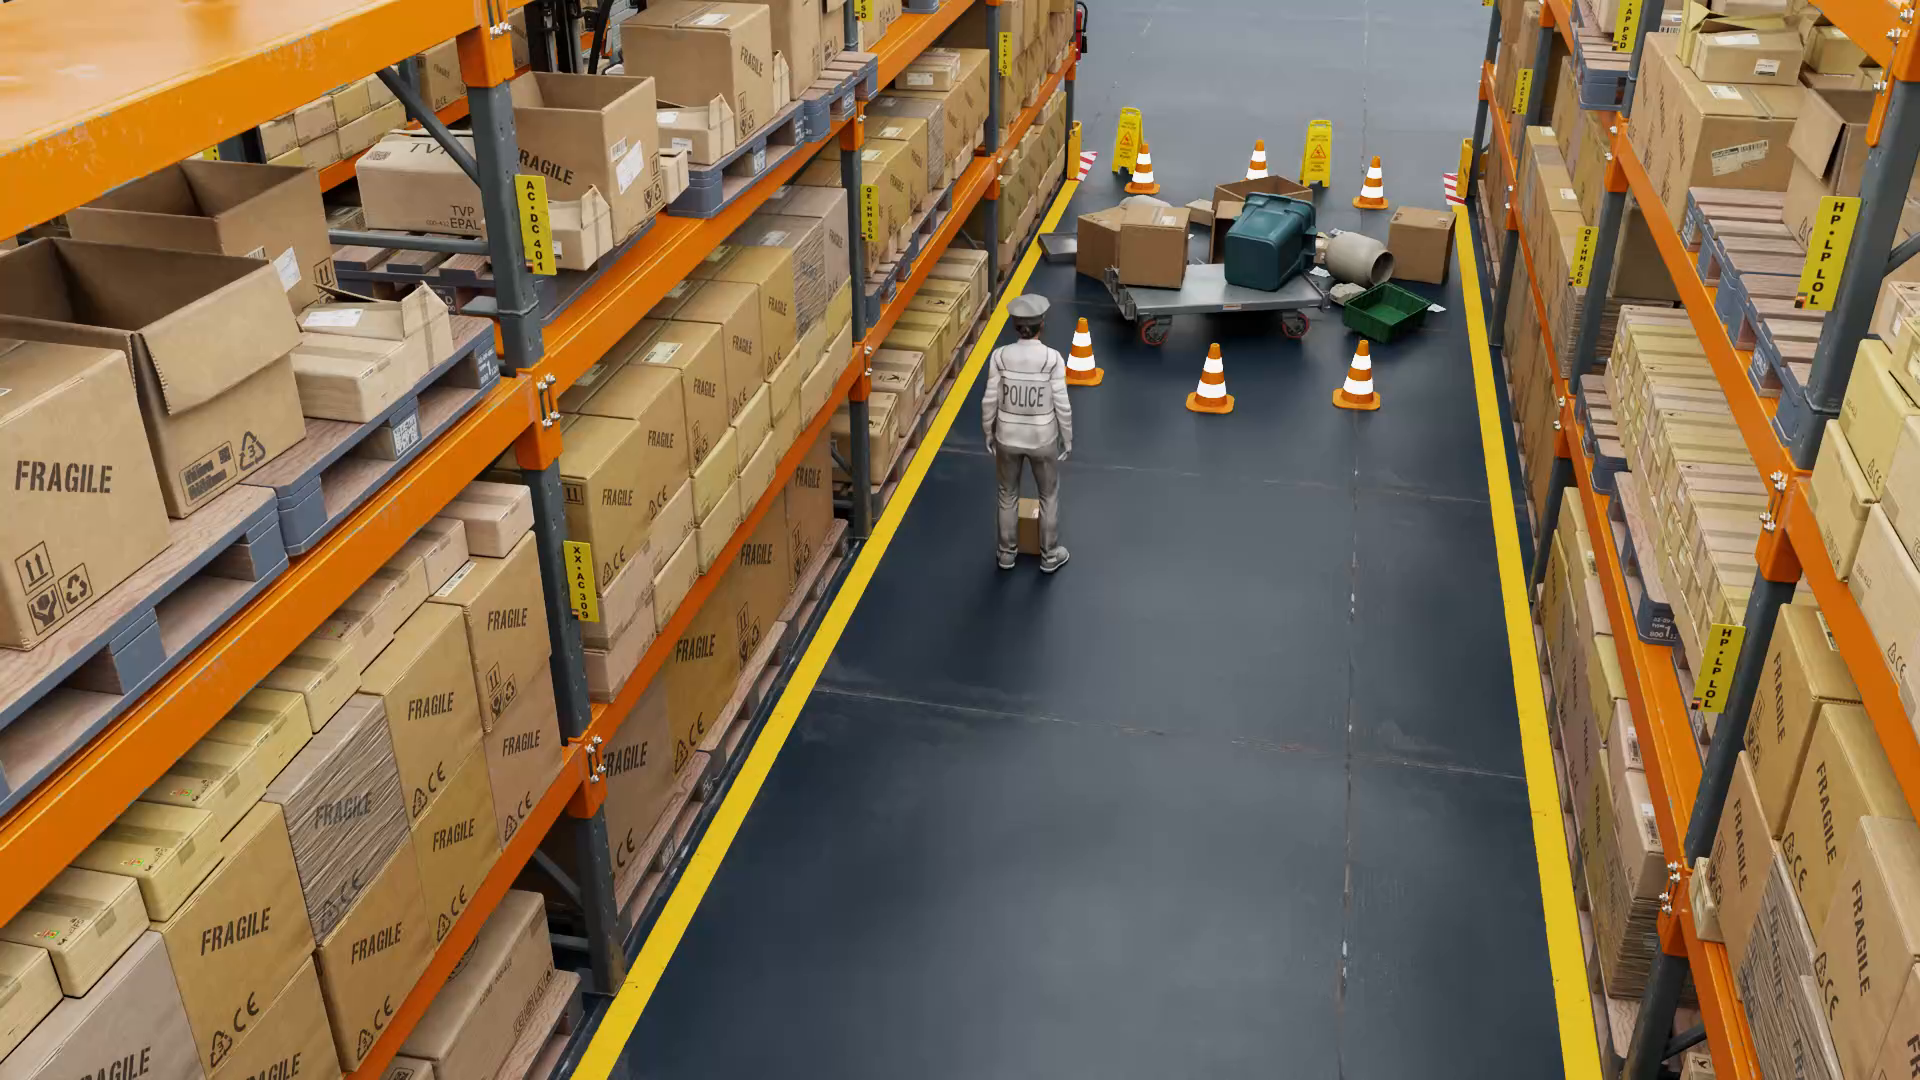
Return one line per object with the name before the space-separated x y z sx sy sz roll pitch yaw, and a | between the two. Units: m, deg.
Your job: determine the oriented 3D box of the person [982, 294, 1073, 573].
person | 0.390 -0.588 9.669 0.529 1.664 0.371 6 30 11
